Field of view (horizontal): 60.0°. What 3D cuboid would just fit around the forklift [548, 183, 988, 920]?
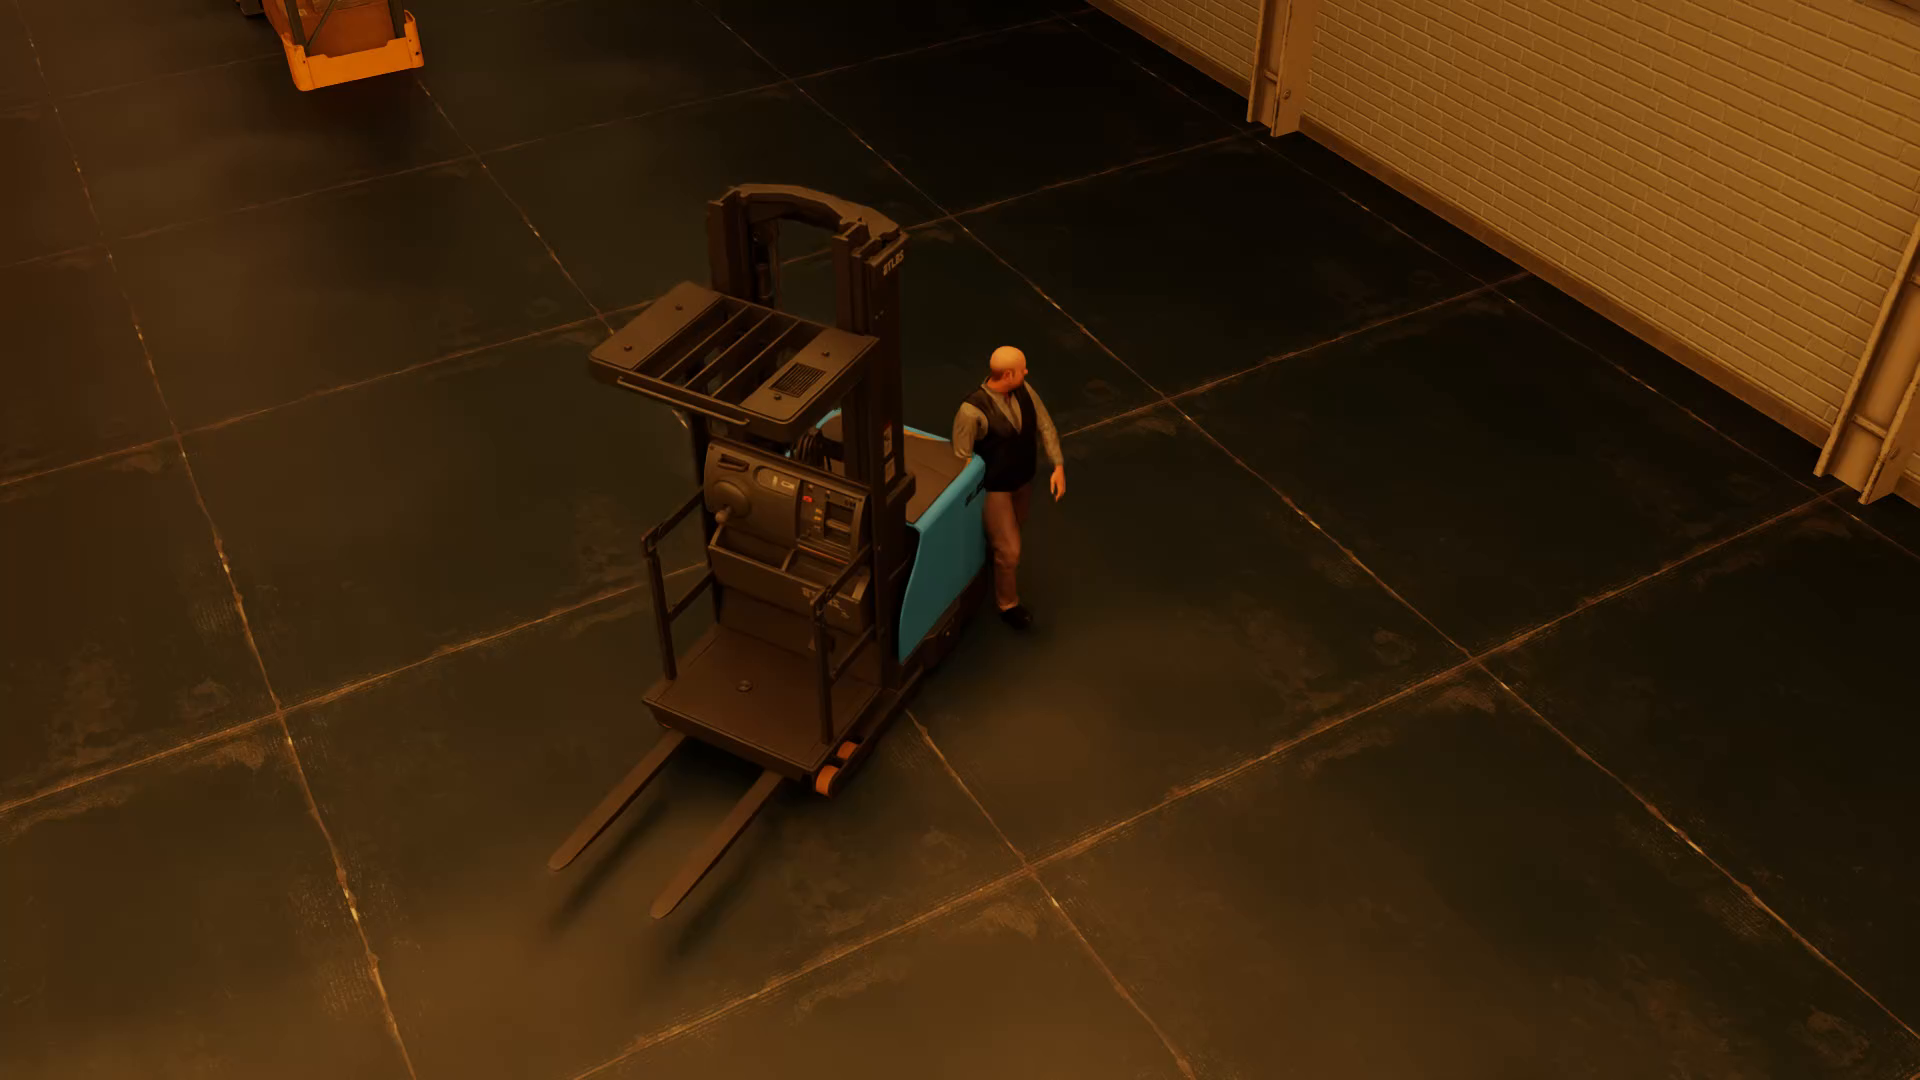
[{"bbox_3d":[-0.984,-0.118,8.179,1.130,2.935,3.031,19,43,22],"label":"forklift"}]

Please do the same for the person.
[{"bbox_3d":[0.223,-0.322,9.452,0.831,1.656,0.684,29,48,30],"label":"person"}]
